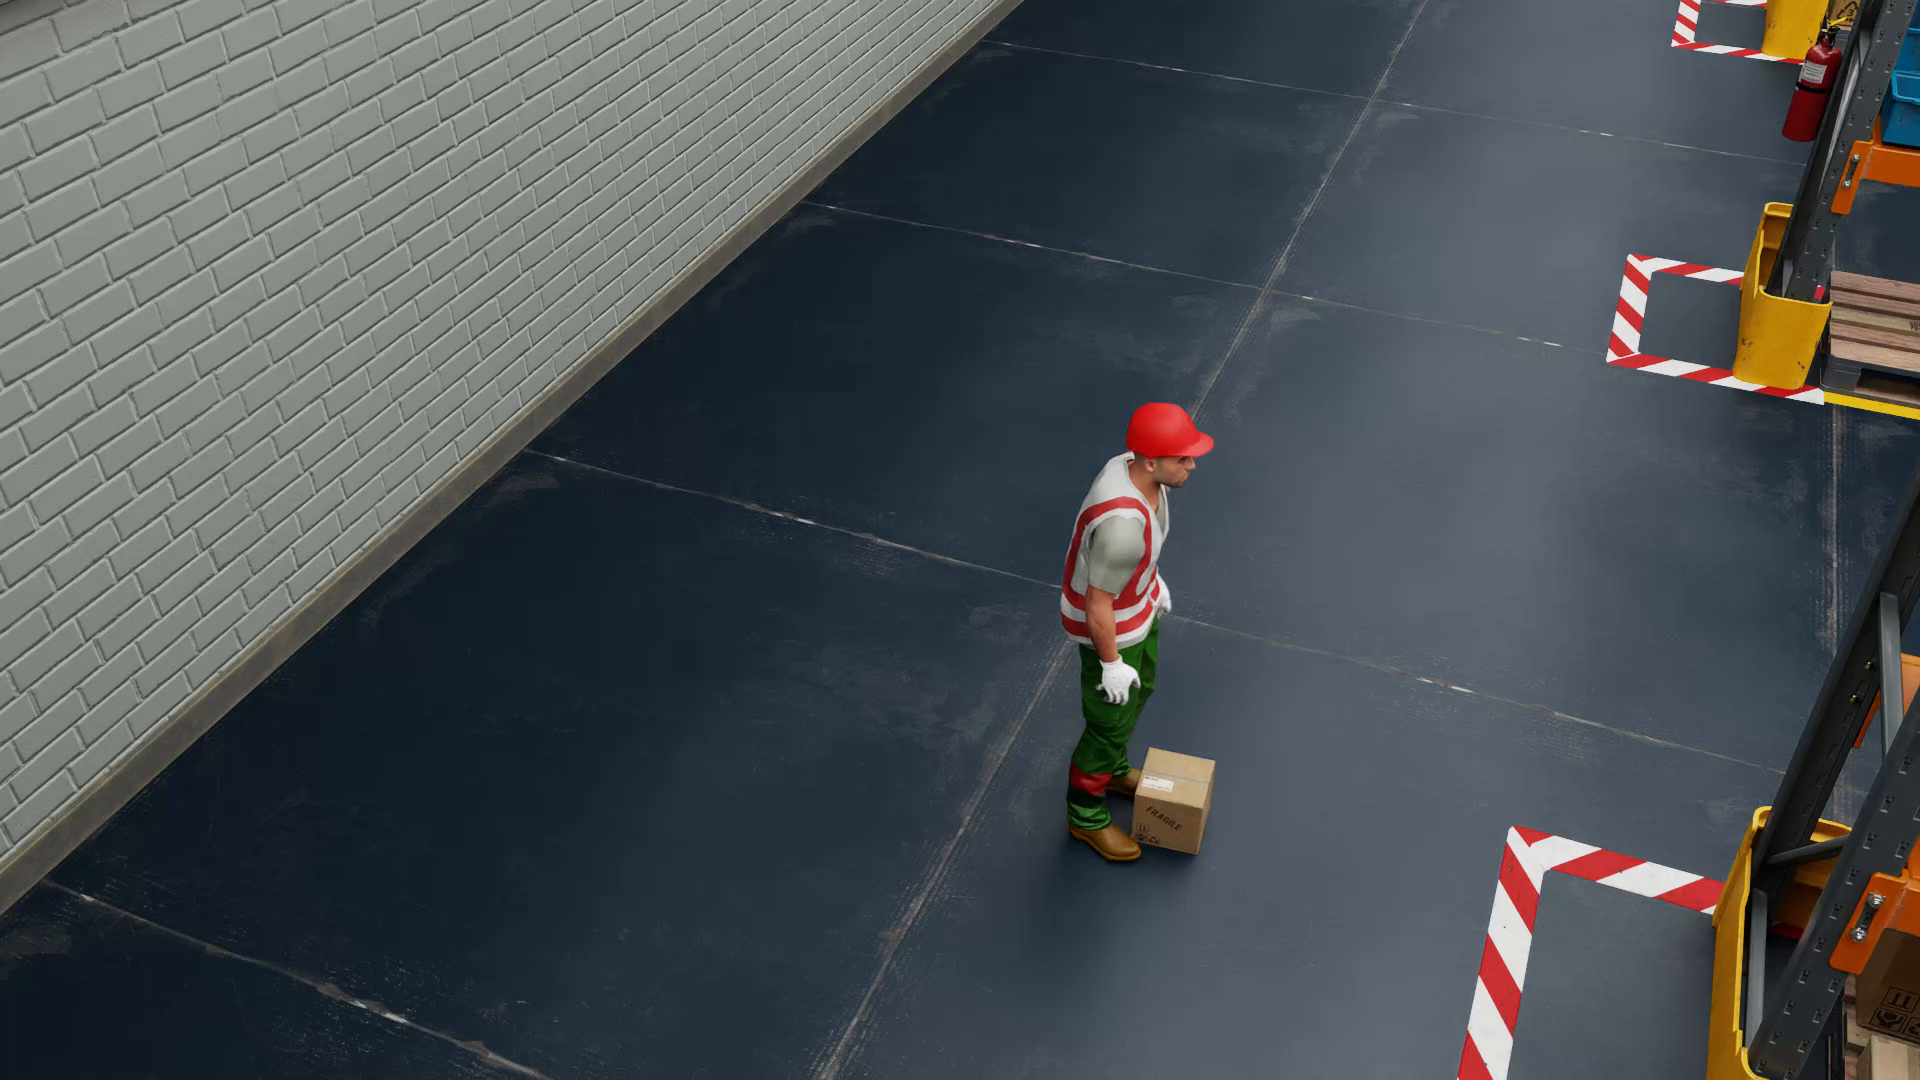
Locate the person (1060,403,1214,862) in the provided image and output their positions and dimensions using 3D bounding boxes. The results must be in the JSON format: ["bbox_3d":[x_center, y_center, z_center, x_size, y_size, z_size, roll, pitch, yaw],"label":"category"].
[{"bbox_3d":[0.582,0.290,5.754,0.447,1.780,0.623,13,39,16],"label":"person"}]
